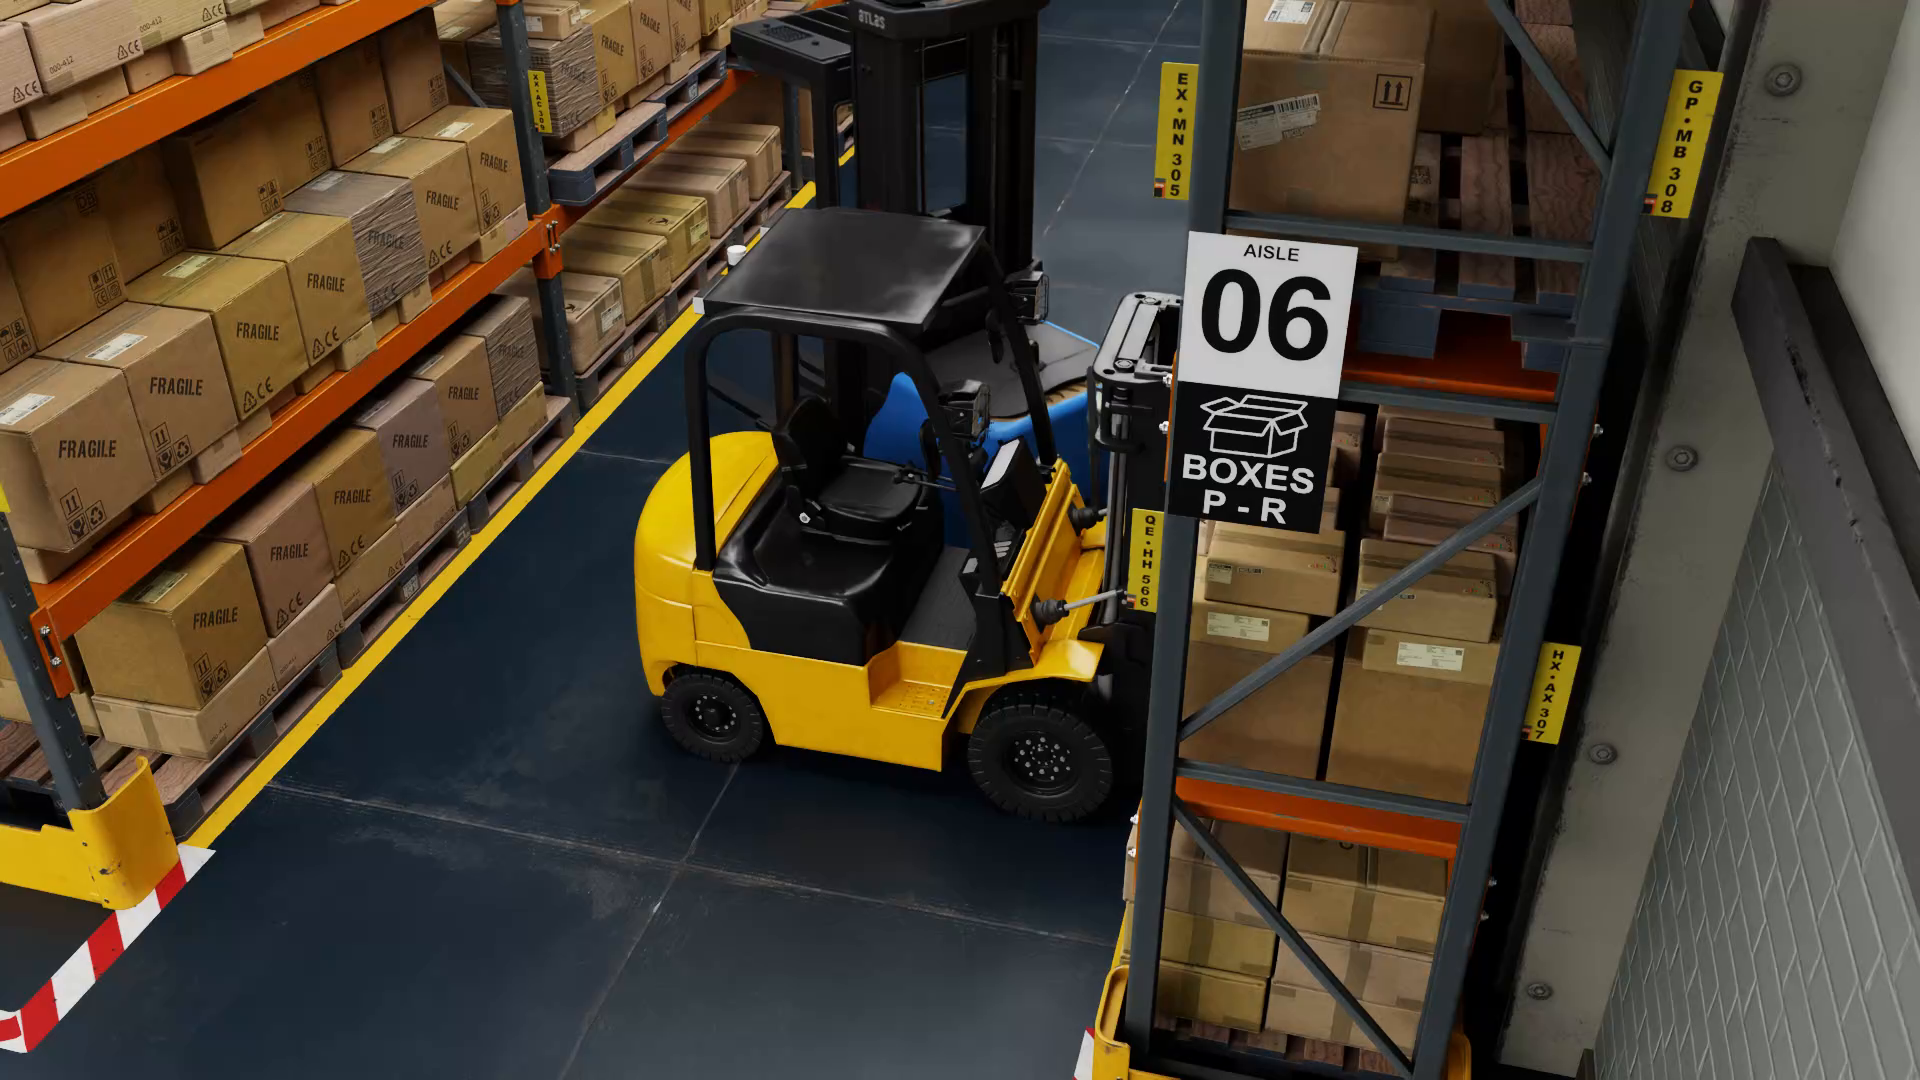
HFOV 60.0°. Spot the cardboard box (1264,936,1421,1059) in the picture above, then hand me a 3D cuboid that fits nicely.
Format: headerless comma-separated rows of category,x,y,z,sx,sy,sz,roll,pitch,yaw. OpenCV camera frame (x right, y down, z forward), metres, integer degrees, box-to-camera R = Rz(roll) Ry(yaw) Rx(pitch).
cardboard box,1.350,1.484,5.791,0.500,0.250,0.500,8,33,13

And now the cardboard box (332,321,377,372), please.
cardboard box,-2.916,-0.911,7.622,0.380,0.149,0.250,8,33,13

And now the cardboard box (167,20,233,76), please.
cardboard box,-3.044,-1.904,6.387,0.380,0.149,0.250,8,33,13

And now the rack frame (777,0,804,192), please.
rack frame,-1.736,-4.096,12.398,1.000,3.000,0.127,8,33,12

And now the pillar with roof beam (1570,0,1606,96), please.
pillar with roof beam,-0.557,-5.741,9.393,9.100,9.000,0.400,8,33,12

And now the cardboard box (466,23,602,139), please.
cardboard box,-2.355,-2.570,9.234,0.500,0.500,0.500,9,33,14

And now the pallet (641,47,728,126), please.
pallet,-2.199,-2.983,10.824,1.003,0.211,1.213,8,33,12

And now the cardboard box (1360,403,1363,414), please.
cardboard box,1.294,-0.401,6.491,0.500,0.500,0.500,8,33,13

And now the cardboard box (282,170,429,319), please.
cardboard box,-2.874,-1.386,7.764,0.500,0.500,0.500,9,34,14

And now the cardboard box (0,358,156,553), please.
cardboard box,-3.378,-0.321,6.088,0.500,0.500,0.500,8,33,12

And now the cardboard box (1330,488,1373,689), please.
cardboard box,1.541,0.194,5.555,0.500,0.500,0.500,9,34,14

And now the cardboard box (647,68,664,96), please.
cardboard box,-2.065,-2.877,10.323,0.380,0.149,0.250,8,33,13

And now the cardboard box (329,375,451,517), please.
cardboard box,-2.897,-0.481,8.184,0.500,0.500,0.500,10,34,15

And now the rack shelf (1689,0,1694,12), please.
rack shelf,1.544,-2.368,5.131,1.077,0.370,4.000,8,33,12

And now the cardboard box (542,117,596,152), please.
cardboard box,-2.305,-2.336,9.471,0.380,0.149,0.250,8,33,13

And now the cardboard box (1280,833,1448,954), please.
cardboard box,1.341,1.067,5.516,0.500,0.250,0.500,8,33,12

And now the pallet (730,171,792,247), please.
pallet,-1.936,-2.514,12.508,1.003,0.211,1.213,8,33,12

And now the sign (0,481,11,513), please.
sign,-3.241,-0.236,5.519,0.100,0.325,0.005,8,33,12

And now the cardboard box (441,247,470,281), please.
cardboard box,-2.736,-1.451,8.471,0.380,0.149,0.250,8,33,13

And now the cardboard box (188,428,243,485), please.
cardboard box,-3.175,-0.372,6.773,0.380,0.149,0.250,9,33,13

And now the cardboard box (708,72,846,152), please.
cardboard box,-1.480,-3.724,13.401,0.875,0.875,0.875,8,33,12

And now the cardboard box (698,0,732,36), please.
cardboard box,-1.830,-3.636,10.911,0.500,0.500,0.500,6,33,9

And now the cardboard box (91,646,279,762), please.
cardboard box,-3.294,0.657,7.092,0.500,0.250,0.500,8,33,12

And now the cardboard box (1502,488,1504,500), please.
cardboard box,1.572,-0.126,5.454,0.380,0.149,0.250,7,33,11

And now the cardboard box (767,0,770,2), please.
cardboard box,-1.591,-3.965,12.034,0.380,0.149,0.250,9,34,14

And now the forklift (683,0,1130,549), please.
forklift,-0.412,-1.592,8.523,1.130,2.935,3.031,-25,40,-34

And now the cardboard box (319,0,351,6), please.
cardboard box,-2.811,-2.443,7.235,0.380,0.149,0.250,9,34,14

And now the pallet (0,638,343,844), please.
pallet,-3.506,0.776,7.333,1.003,0.211,1.213,8,33,12

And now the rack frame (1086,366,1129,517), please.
rack frame,0.790,-0.080,7.445,0.400,1.500,0.023,6,33,18

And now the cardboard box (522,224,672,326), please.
cardboard box,-2.441,-1.735,10.741,0.950,0.372,0.625,10,34,15

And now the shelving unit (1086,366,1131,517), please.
shelving unit,0.905,-0.266,7.738,0.431,1.500,0.755,6,33,18

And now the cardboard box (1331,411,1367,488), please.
cardboard box,1.131,-0.318,5.479,0.380,0.149,0.250,8,33,13

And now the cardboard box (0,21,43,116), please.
cardboard box,-3.381,-1.498,5.376,0.500,0.250,0.500,7,33,12

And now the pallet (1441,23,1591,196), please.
pallet,1.548,-1.498,5.597,1.003,0.211,1.213,8,33,12

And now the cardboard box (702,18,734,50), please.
cardboard box,-1.738,-3.405,11.153,0.380,0.149,0.250,9,33,13

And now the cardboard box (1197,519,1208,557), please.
cardboard box,0.889,0.058,5.165,0.380,0.149,0.250,9,33,13

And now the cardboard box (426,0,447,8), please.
cardboard box,-5.479,-5.497,16.540,0.500,0.500,0.500,7,33,11

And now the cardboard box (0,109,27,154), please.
cardboard box,-3.388,-1.381,5.565,0.380,0.149,0.250,7,33,11

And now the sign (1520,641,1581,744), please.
sign,1.571,0.409,4.430,0.100,0.325,0.005,8,33,12

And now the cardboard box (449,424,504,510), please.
cardboard box,-2.766,-0.416,8.781,0.500,0.250,0.500,7,33,11

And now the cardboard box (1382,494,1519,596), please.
cardboard box,1.456,0.013,4.959,0.380,0.149,0.250,9,34,14

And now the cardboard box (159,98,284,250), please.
cardboard box,-3.421,-1.610,7.184,0.700,0.500,0.500,8,33,12

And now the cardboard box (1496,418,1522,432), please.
cardboard box,1.762,-0.517,5.792,0.380,0.149,0.250,7,33,11

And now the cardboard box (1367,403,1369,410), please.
cardboard box,2.069,-0.861,7.215,0.500,0.500,0.500,8,33,13
